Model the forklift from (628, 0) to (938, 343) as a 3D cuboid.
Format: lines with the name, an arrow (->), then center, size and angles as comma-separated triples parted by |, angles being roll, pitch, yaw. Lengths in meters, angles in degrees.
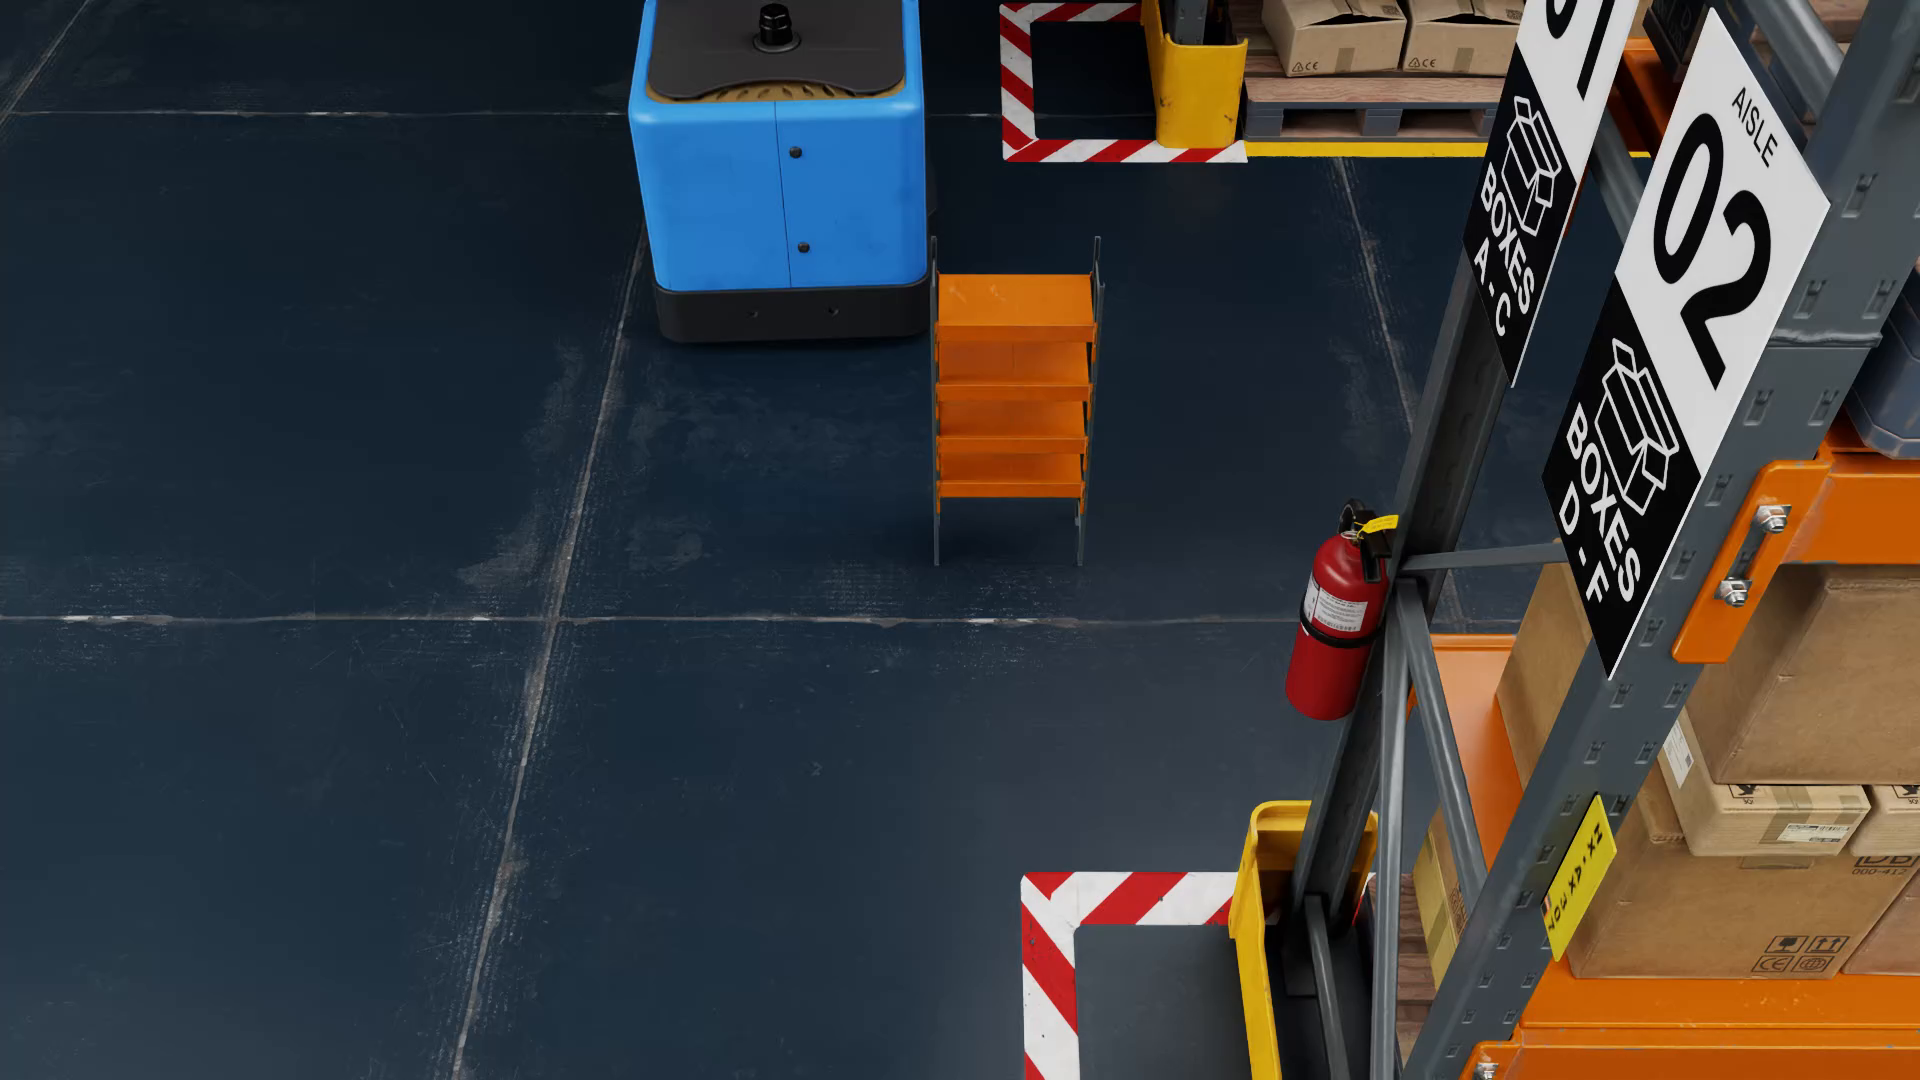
forklift -> -0.702, -2.823, 6.375 | 1.130, 2.935, 3.031 | -2, 47, -2

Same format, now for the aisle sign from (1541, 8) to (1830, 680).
aisle sign -> 0.893, -0.220, 2.129 | 0.004, 0.787, 0.394 | 0, 47, 0

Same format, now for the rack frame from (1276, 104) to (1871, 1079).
rack frame -> 0.959, 0.442, 3.290 | 0.127, 3.000, 1.000 | 0, 47, 0

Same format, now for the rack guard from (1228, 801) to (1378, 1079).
rack guard -> 0.935, 1.293, 4.205 | 0.348, 0.500, 1.175 | 0, 47, 0

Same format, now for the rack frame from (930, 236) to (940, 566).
rack frame -> -0.078, -0.409, 5.311 | 0.015, 1.200, 0.240 | 0, 47, 0

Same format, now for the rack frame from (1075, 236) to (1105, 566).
rack frame -> 0.410, -0.408, 5.310 | 0.015, 1.200, 0.240 | 0, 47, 0

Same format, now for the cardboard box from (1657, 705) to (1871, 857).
cardboard box -> 1.351, 0.345, 2.868 | 0.250, 0.149, 0.380 | 0, 47, 0

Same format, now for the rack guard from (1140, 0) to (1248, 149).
rack guard -> 1.050, -2.332, 7.579 | 0.348, 0.500, 1.175 | 0, 47, 0

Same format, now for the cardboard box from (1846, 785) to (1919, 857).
cardboard box -> 1.615, 0.344, 2.869 | 0.250, 0.149, 0.380 | -1, 47, -1

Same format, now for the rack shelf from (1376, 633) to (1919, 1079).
rack shelf -> 2.959, 0.692, 3.548 | 4.000, 0.370, 1.077 | 0, 47, 0

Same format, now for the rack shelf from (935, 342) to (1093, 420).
rack shelf -> 0.166, -0.515, 5.196 | 0.480, 0.148, 0.258 | 0, 47, 0

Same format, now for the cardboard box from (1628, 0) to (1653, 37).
cardboard box -> 2.969, -2.375, 7.318 | 0.500, 0.500, 0.700 | -3, 47, -2

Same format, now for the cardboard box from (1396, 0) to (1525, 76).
cardboard box -> 2.236, -2.349, 7.423 | 0.500, 0.311, 0.500 | 4, 47, 3

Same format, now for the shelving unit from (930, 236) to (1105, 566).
shelving unit -> 0.166, -0.408, 5.310 | 0.503, 1.200, 0.258 | 0, 47, 0

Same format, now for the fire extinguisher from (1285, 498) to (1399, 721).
fire extinguisher -> 0.843, 0.128, 3.635 | 0.183, 0.674, 0.296 | 0, 47, 0

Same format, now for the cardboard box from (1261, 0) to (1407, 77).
cardboard box -> 1.666, -2.350, 7.425 | 0.500, 0.311, 0.500 | -5, 47, -4

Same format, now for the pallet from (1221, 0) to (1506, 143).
pallet -> 1.862, -2.206, 7.659 | 1.213, 0.211, 1.003 | 0, 47, 0

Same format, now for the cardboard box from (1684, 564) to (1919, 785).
cardboard box -> 1.479, -0.024, 2.768 | 0.500, 0.500, 0.700 | 0, 47, 0

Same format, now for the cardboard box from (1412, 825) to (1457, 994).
cardboard box -> 1.497, 1.021, 4.342 | 0.500, 0.250, 0.500 | 0, 47, 0

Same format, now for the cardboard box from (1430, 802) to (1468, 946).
cardboard box -> 1.497, 0.764, 4.069 | 0.500, 0.500, 0.500 | 0, 47, 0

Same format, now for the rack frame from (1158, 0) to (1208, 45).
rack frame -> 0.974, -3.184, 6.665 | 0.127, 3.000, 1.000 | 0, 47, 0

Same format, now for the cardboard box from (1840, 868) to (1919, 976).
cardboard box -> 1.951, 0.416, 3.245 | 0.500, 0.500, 0.700 | 1, 47, 1

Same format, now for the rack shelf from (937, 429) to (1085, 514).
rack shelf -> 0.166, -0.227, 5.505 | 0.480, 0.148, 0.258 | 0, 47, 0

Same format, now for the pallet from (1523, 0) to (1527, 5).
pallet -> 3.079, -2.200, 7.654 | 1.213, 0.211, 1.003 | 0, 47, 0

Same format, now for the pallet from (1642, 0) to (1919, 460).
pallet -> 1.666, -0.529, 2.205 | 1.213, 0.211, 1.003 | 0, 47, 0

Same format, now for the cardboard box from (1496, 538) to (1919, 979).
cardboard box -> 1.426, 0.418, 3.243 | 0.500, 0.500, 0.700 | 0, 47, 0

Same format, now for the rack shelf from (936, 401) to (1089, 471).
rack shelf -> 0.166, -0.363, 5.360 | 0.480, 0.148, 0.258 | 0, 47, 0

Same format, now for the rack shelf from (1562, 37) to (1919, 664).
rack shelf -> 2.959, -0.330, 2.450 | 4.000, 0.370, 1.077 | 0, 47, 0

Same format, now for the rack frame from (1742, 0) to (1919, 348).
rack frame -> 0.959, -1.602, 1.094 | 0.127, 3.000, 1.000 | 0, 47, 0

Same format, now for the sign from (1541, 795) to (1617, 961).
sign -> 0.951, 0.526, 2.566 | 0.005, 0.325, 0.100 | 0, 47, 0

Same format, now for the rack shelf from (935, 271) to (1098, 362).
rack shelf -> 0.166, -0.676, 5.023 | 0.480, 0.148, 0.258 | 0, 47, 0

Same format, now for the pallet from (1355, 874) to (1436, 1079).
pallet -> 1.724, 1.363, 4.337 | 1.213, 0.211, 1.003 | 0, 47, 0

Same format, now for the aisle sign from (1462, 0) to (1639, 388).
aisle sign -> 0.895, -0.659, 2.538 | 0.004, 0.787, 0.394 | 0, 47, 0
